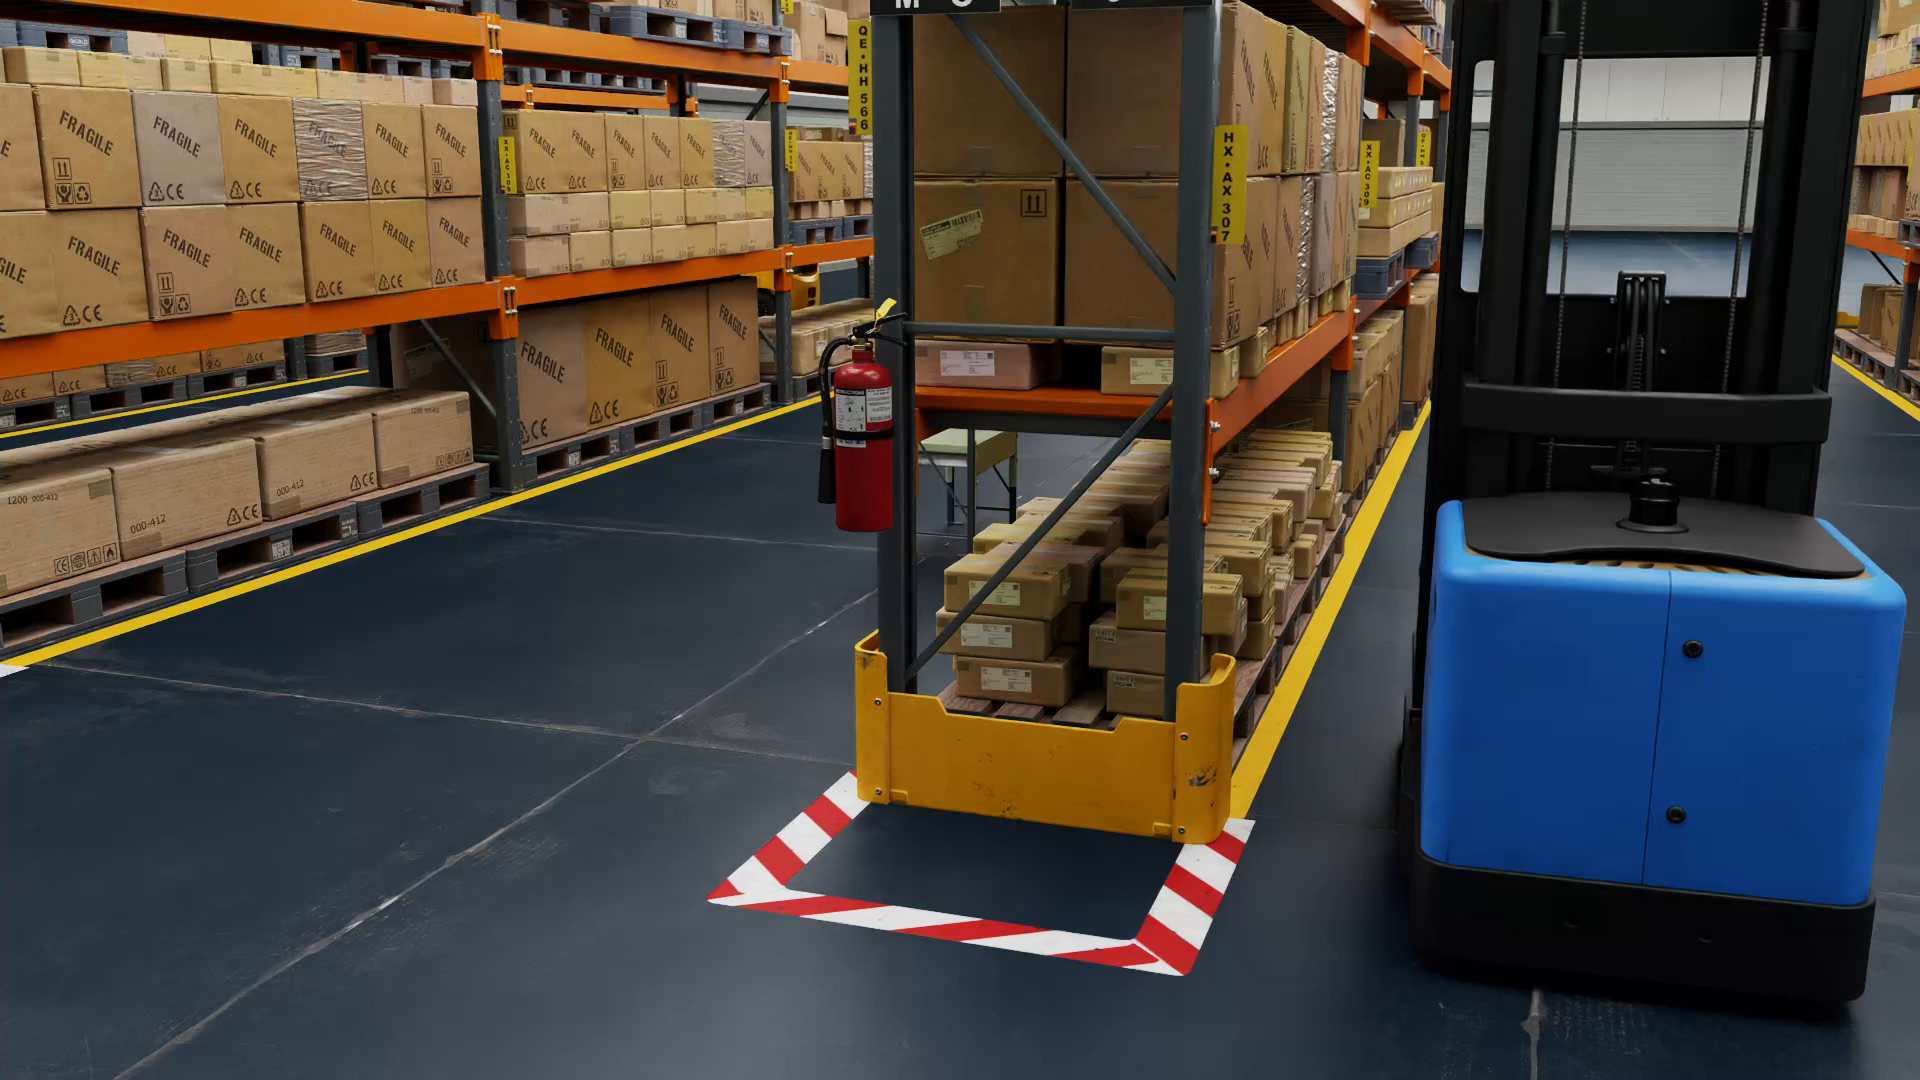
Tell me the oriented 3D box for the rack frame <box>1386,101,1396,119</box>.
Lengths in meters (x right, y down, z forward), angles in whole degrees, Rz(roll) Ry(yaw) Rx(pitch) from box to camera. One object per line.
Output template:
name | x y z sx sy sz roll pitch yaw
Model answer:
rack frame | 5.411 -3.976 19.666 1.000 3.000 0.127 4 14 18

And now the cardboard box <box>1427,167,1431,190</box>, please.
cardboard box | 3.014 -2.475 11.373 0.380 0.149 0.250 4 14 18

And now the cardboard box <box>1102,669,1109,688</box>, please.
cardboard box | 0.714 0.430 5.826 0.380 0.149 0.250 4 14 18

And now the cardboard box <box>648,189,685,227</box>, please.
cardboard box | -2.287 -2.350 11.756 0.500 0.250 0.500 4 13 17

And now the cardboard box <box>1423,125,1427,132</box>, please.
cardboard box | 3.797 -3.456 14.918 0.700 0.500 0.500 4 13 17

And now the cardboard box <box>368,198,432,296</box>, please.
cardboard box | -3.257 -1.608 9.068 0.500 0.500 0.500 4 13 17

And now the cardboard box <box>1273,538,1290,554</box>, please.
cardboard box | 1.238 -0.048 7.253 0.380 0.149 0.250 4 13 16

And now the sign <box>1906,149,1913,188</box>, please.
sign | 8.261 -3.215 14.385 0.100 0.325 0.005 4 14 18

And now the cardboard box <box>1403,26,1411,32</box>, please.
cardboard box | 2.563 -3.453 10.408 0.500 0.500 0.500 4 14 18

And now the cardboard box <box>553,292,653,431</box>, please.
cardboard box | -2.778 -1.280 11.687 0.875 0.875 0.875 5 14 20

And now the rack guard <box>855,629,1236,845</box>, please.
rack guard | 0.259 0.596 5.254 1.175 0.500 0.348 4 14 18

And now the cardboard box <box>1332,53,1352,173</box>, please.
cardboard box | 1.470 -1.903 7.443 0.500 0.500 0.500 4 13 17

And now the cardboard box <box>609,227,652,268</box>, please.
cardboard box | -2.449 -2.000 11.349 0.500 0.250 0.500 4 14 18

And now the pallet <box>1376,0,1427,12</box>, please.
pallet | 1.829 -2.942 8.819 1.213 0.211 1.003 4 14 18

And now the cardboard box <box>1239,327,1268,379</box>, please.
cardboard box | 0.830 -0.638 5.608 0.380 0.149 0.250 4 13 17

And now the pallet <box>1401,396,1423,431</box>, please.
pallet | 3.149 -1.092 13.299 1.003 0.211 1.213 4 14 18

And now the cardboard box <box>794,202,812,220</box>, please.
cardboard box | -1.489 -2.821 14.226 0.380 0.149 0.250 3 13 15

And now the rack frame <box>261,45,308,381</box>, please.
rack frame | -6.592 -2.983 15.316 1.000 3.000 0.127 4 14 18

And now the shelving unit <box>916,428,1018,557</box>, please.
shelving unit | 0.002 -0.733 8.827 0.431 1.500 0.755 4 14 18

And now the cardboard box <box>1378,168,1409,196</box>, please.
cardboard box | 2.344 -2.036 9.453 0.380 0.149 0.250 4 14 18

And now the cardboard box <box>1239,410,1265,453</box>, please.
cardboard box | 1.530 -0.609 9.589 0.500 0.500 0.500 4 13 17

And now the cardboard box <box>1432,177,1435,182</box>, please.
cardboard box | 4.225 -3.285 16.303 0.875 0.550 0.550 4 14 18

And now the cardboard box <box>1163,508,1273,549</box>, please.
cardboard box | 1.004 -0.024 6.478 0.380 0.149 0.250 5 14 21

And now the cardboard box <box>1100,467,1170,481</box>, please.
cardboard box | 0.808 -0.218 7.329 0.380 0.149 0.250 4 13 16

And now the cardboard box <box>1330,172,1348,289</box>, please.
cardboard box | 1.470 -1.411 7.537 0.500 0.500 0.500 4 13 17

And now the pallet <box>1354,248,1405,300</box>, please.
pallet | 1.913 -1.506 9.276 1.003 0.211 1.213 4 14 18

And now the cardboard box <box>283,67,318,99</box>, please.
cardboard box | -3.460 -2.284 8.325 0.380 0.149 0.250 4 13 17

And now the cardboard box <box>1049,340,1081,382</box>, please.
cardboard box | 0.188 -0.623 5.541 0.380 0.149 0.250 4 14 18

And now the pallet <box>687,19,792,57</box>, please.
pallet | -2.052 -3.857 12.830 1.213 0.211 1.003 5 14 21

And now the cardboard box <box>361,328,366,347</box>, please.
cardboard box | -6.173 -2.298 16.710 0.875 0.625 0.625 5 14 20

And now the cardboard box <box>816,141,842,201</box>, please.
cardboard box | -1.367 -3.213 14.488 0.500 0.500 0.500 5 14 21

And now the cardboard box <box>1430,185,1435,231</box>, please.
cardboard box | 3.712 -2.733 13.997 0.500 0.500 0.500 4 14 18

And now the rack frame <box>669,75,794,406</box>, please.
rack frame | -1.894 -2.626 13.754 1.000 3.000 0.127 4 14 18

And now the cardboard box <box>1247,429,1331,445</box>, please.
cardboard box | 1.660 -0.460 8.390 0.380 0.149 0.250 5 14 20

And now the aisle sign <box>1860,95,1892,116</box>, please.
aisle sign | 9.808 -4.899 17.870 0.394 0.787 0.004 4 14 18

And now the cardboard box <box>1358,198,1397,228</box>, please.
cardboard box | 2.091 -1.726 8.762 0.380 0.149 0.250 5 14 19

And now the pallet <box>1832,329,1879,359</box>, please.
pallet | 9.751 -2.053 17.510 1.003 0.211 1.213 4 14 18

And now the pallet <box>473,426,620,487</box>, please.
pallet | -3.010 -0.593 11.110 1.003 0.211 1.213 4 14 18

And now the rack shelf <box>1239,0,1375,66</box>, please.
rack shelf | 0.881 -2.140 6.497 1.077 0.370 4.000 4 14 18

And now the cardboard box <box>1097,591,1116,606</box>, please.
cardboard box | 0.486 0.143 6.415 0.380 0.149 0.250 4 14 18

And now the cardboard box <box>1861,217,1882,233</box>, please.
cardboard box | 9.177 -3.123 16.495 0.380 0.149 0.250 4 14 18

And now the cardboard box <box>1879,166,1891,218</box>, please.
cardboard box | 9.444 -3.357 16.060 0.875 0.500 0.500 4 14 18

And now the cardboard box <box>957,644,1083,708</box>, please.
cardboard box | 0.207 0.452 5.728 0.380 0.149 0.250 5 14 19

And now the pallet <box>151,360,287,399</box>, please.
pallet | -6.869 -1.469 14.950 1.003 0.211 1.213 4 14 18

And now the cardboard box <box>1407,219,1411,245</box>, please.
cardboard box | 2.509 -1.856 10.001 0.380 0.149 0.250 4 13 17

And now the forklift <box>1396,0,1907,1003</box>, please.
forklift | 2.024 -0.622 5.128 1.130 2.935 3.031 3 13 15

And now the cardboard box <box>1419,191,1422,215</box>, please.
cardboard box | 2.762 -2.165 10.685 0.380 0.149 0.250 4 14 18

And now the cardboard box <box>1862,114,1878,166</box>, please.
cardboard box | 9.307 -3.972 16.510 0.500 0.500 0.500 4 14 18

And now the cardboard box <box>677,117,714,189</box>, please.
cardboard box | -2.139 -2.822 12.140 0.500 0.500 0.500 4 14 18

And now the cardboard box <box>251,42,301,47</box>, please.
cardboard box | -6.600 -4.797 15.690 0.500 0.250 0.500 4 14 18

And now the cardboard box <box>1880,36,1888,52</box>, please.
cardboard box | 9.385 -4.927 16.533 0.380 0.149 0.250 4 14 18

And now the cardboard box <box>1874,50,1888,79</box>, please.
cardboard box | 9.346 -4.691 16.394 0.500 0.250 0.500 4 14 18

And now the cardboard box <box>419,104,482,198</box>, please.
cardboard box | -3.079 -2.201 9.419 0.500 0.500 0.500 4 14 18
